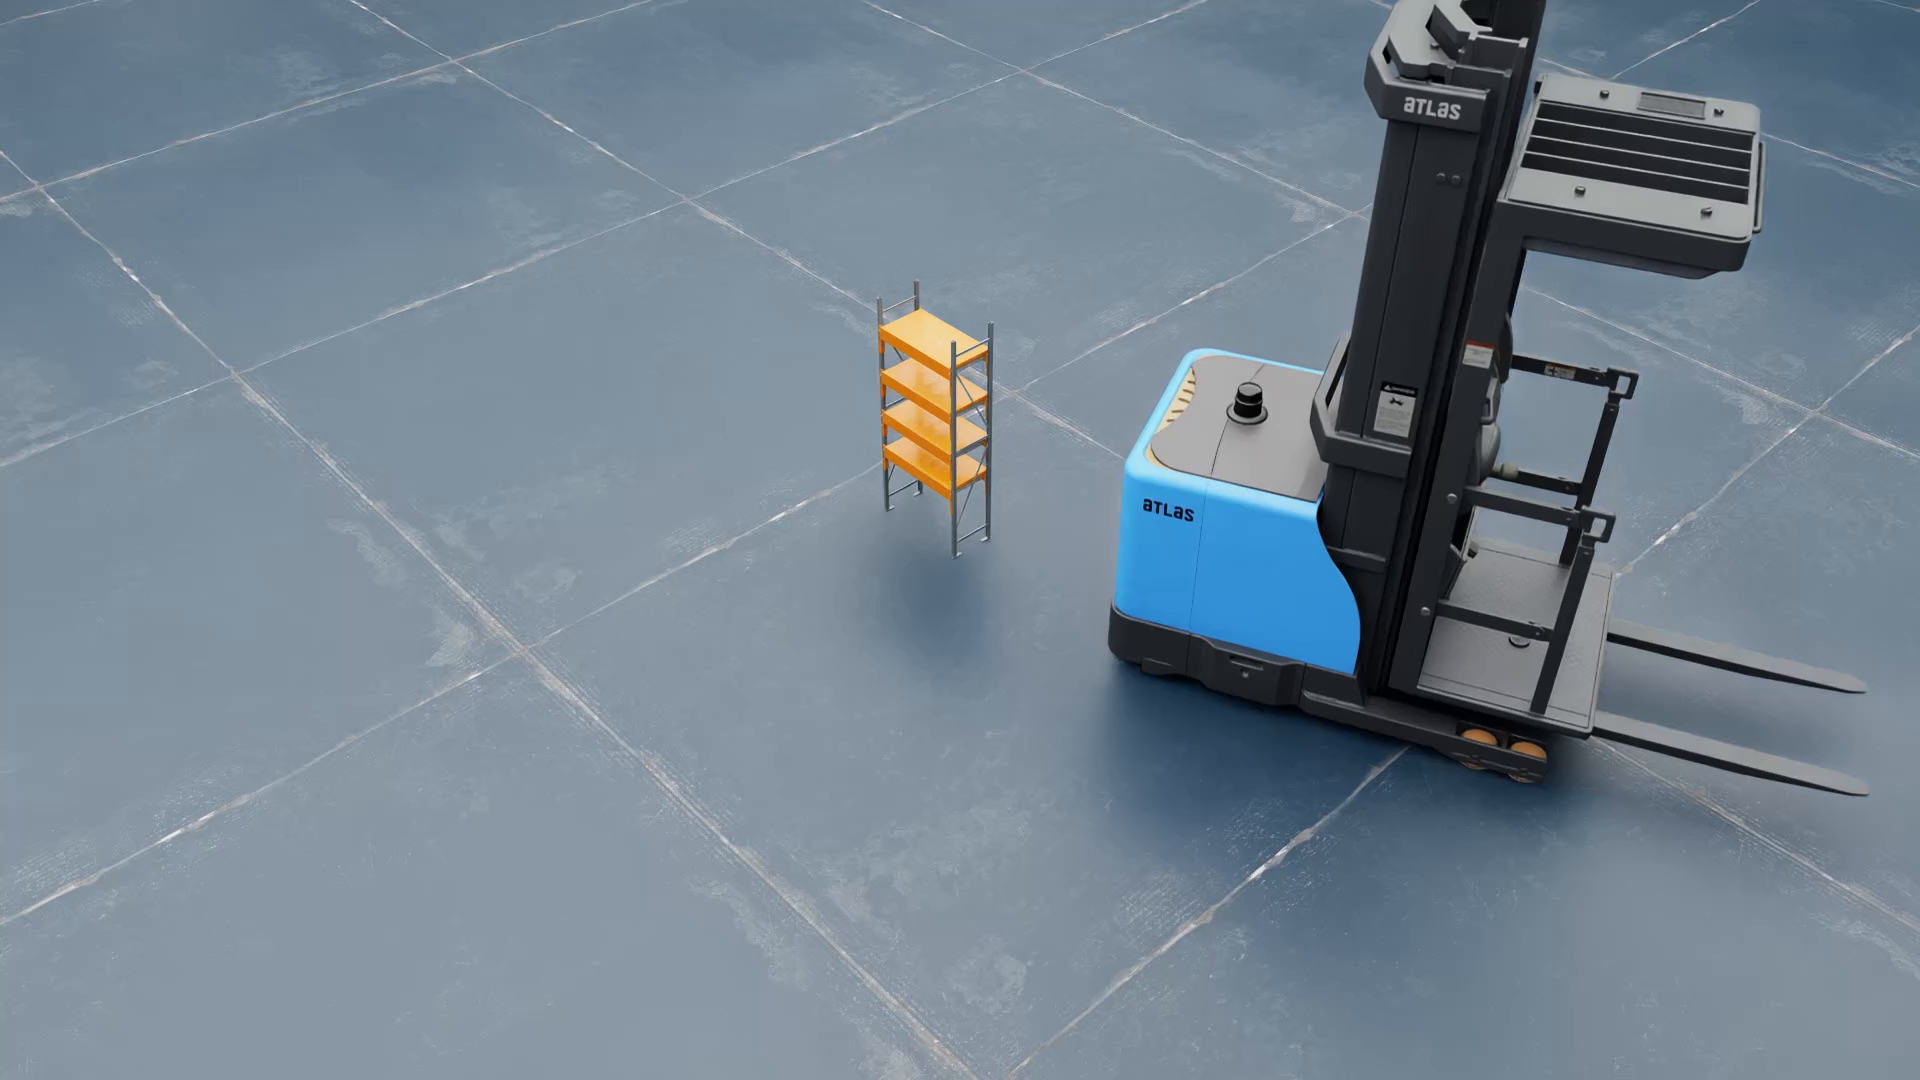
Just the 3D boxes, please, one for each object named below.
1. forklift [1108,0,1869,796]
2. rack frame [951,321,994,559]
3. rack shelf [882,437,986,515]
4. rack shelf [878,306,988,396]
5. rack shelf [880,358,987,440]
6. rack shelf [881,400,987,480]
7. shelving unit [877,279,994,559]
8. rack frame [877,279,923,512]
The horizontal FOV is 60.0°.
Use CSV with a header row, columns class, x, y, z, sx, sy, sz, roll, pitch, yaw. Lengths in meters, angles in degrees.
class,x,y,z,sx,sy,sz,roll,pitch,yaw
forklift,2.216,-0.538,6.291,3.031,2.935,1.130,14,41,17
rack frame,0.053,-0.430,7.536,0.240,1.200,0.015,-30,48,-32
rack shelf,-0.112,-0.337,7.843,0.258,0.148,0.480,-30,48,-32
rack shelf,-0.112,-0.849,7.429,0.258,0.148,0.480,-30,48,-32
rack shelf,-0.112,-0.665,7.577,0.258,0.148,0.480,-30,48,-32
rack shelf,-0.112,-0.491,7.718,0.258,0.148,0.480,-30,48,-32
shelving unit,-0.112,-0.543,7.676,0.258,1.200,0.503,-30,48,-32
rack frame,-0.277,-0.656,7.816,0.240,1.200,0.015,-30,48,-32
